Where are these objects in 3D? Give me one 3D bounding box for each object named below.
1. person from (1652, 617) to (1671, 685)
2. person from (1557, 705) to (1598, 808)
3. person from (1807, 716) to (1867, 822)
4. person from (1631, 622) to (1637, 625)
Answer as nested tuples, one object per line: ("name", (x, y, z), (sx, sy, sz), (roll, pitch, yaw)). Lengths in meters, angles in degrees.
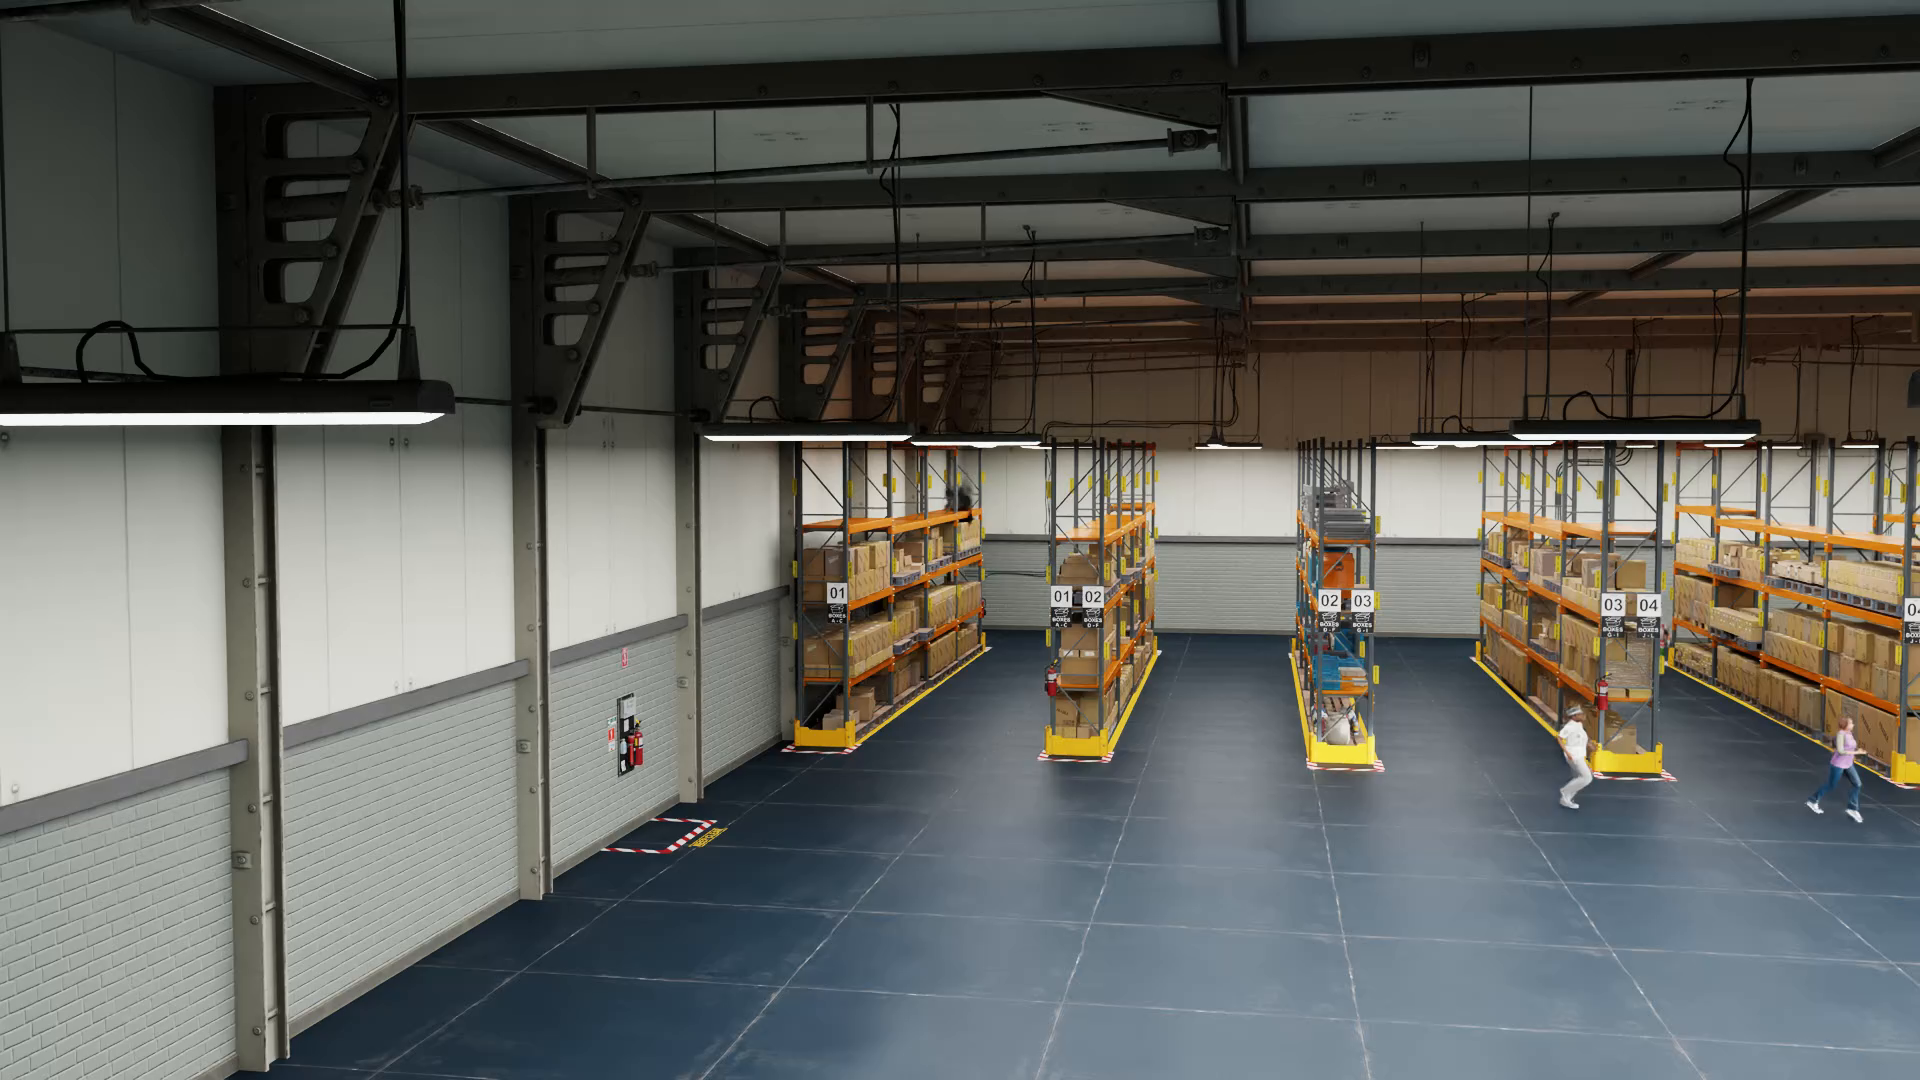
("person", (17.262, 2.676, 41.195), (0.658, 1.763, 0.700), (1, 3, 11))
("person", (9.914, 3.474, 26.633), (0.569, 1.659, 0.560), (2, 4, 37))
("person", (13.724, 3.549, 25.958), (0.547, 1.632, 0.845), (-2, 4, -38))
("person", (17.595, 2.588, 43.578), (0.602, 1.654, 0.847), (1, 3, 19))
